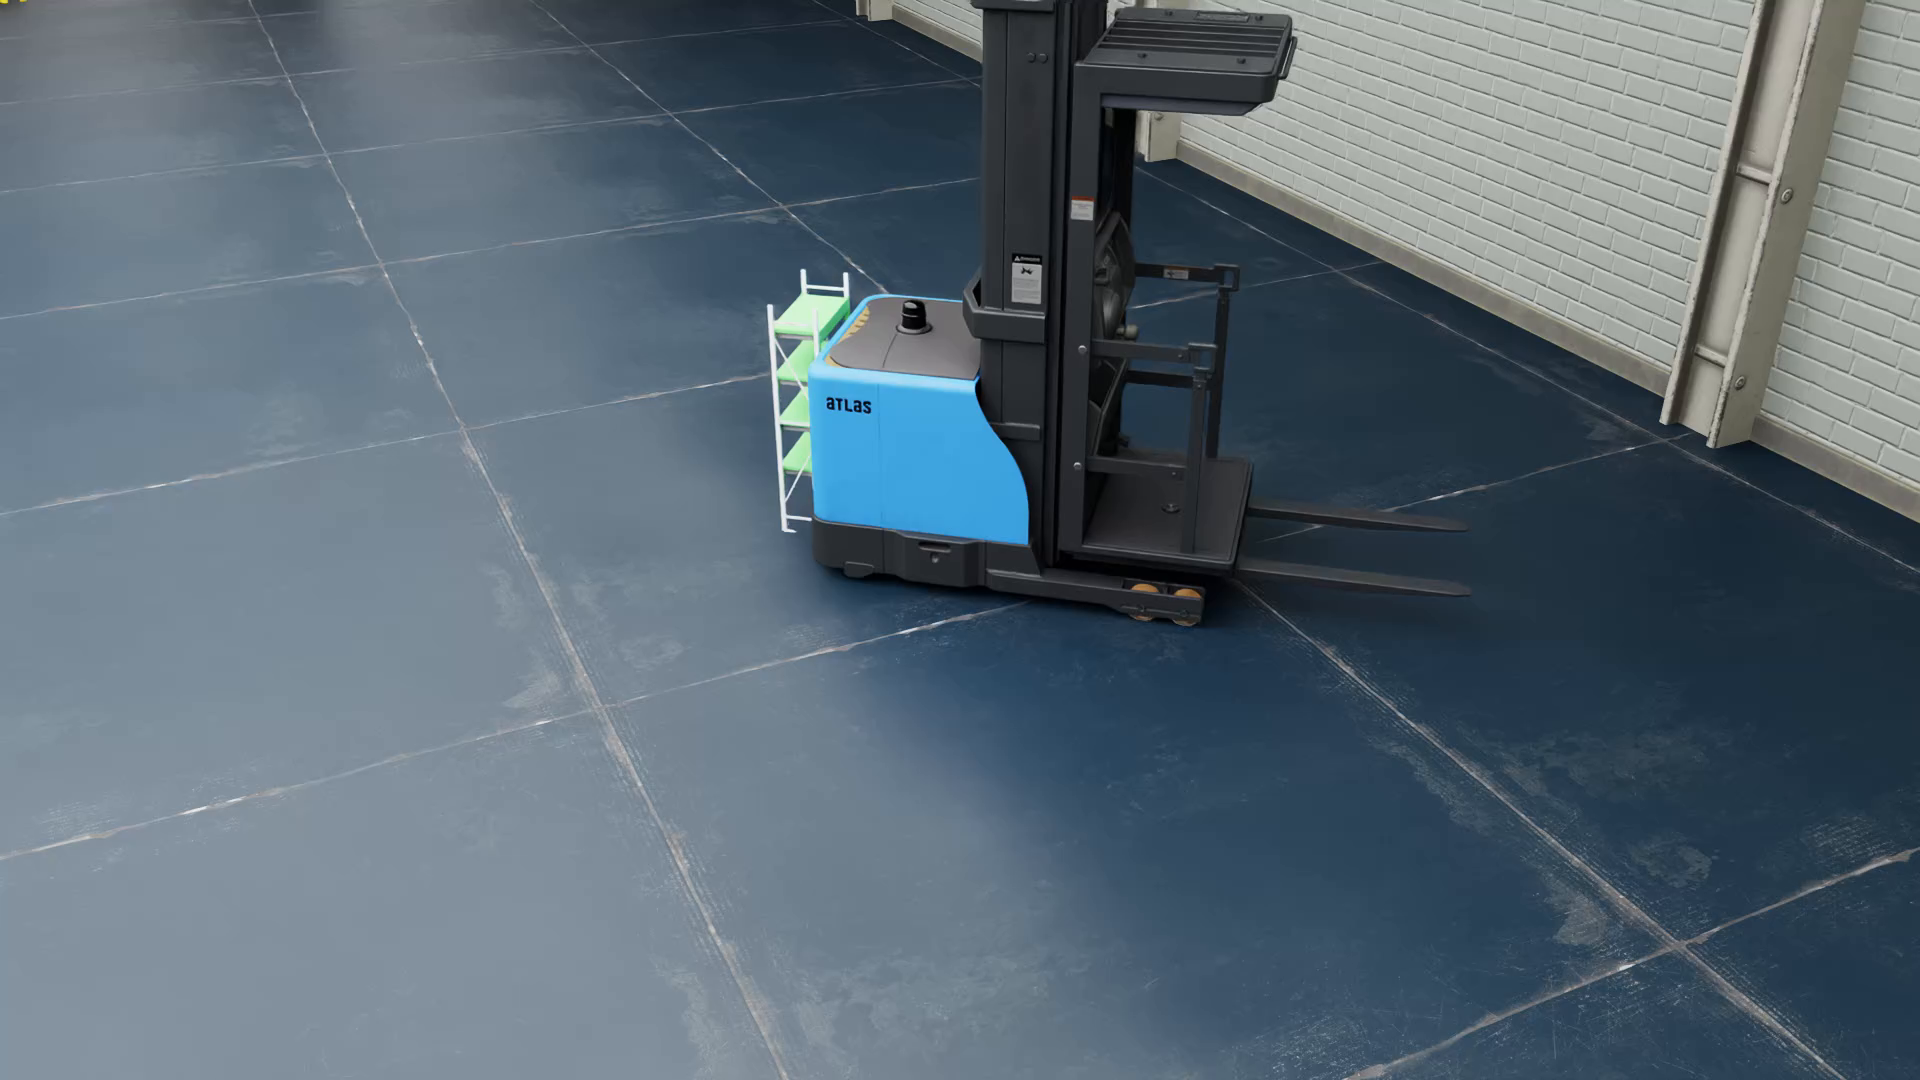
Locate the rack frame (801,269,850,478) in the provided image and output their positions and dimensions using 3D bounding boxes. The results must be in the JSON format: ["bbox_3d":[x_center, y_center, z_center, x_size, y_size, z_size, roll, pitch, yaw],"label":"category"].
[{"bbox_3d":[-0.658,-0.789,8.429,0.240,1.200,0.015,6,30,12],"label":"rack frame"}]

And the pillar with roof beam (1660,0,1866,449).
[{"bbox_3d":[0.309,-3.642,5.544,9.100,9.000,0.400,-13,32,-22],"label":"pillar with roof beam"}]

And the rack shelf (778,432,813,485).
[{"bbox_3d":[-0.714,-0.408,8.370,0.258,0.148,0.480,6,30,12],"label":"rack shelf"}]

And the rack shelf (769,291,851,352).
[{"bbox_3d":[-0.719,-1.037,8.019,0.258,0.148,0.480,6,30,12],"label":"rack shelf"}]

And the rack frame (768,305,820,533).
[{"bbox_3d":[-0.774,-0.557,8.015,0.240,1.200,0.015,6,30,12],"label":"rack frame"}]

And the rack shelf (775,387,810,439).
[{"bbox_3d":[-0.716,-0.618,8.253,0.258,0.148,0.480,6,30,12],"label":"rack shelf"}]

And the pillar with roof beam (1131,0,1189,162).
[{"bbox_3d":[-2.267,-6.292,10.271,9.100,9.000,0.400,-13,32,-22],"label":"pillar with roof beam"}]

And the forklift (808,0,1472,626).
[{"bbox_3d":[0.872,-1.175,7.348,3.031,2.935,1.130,7,30,12],"label":"forklift"}]

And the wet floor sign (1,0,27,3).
[{"bbox_3d":[-11.154,-6.632,19.417,0.267,0.644,0.232,-19,35,-30],"label":"wet floor sign"}]

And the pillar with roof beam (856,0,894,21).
[{"bbox_3d":[-4.843,-8.943,14.997,9.100,9.000,0.400,-13,32,-22],"label":"pillar with roof beam"}]

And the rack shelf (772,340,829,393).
[{"bbox_3d":[-0.717,-0.827,8.136,0.258,0.148,0.480,6,30,12],"label":"rack shelf"}]

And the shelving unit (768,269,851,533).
[{"bbox_3d":[-0.716,-0.673,8.222,0.258,1.200,0.503,6,30,12],"label":"shelving unit"}]
